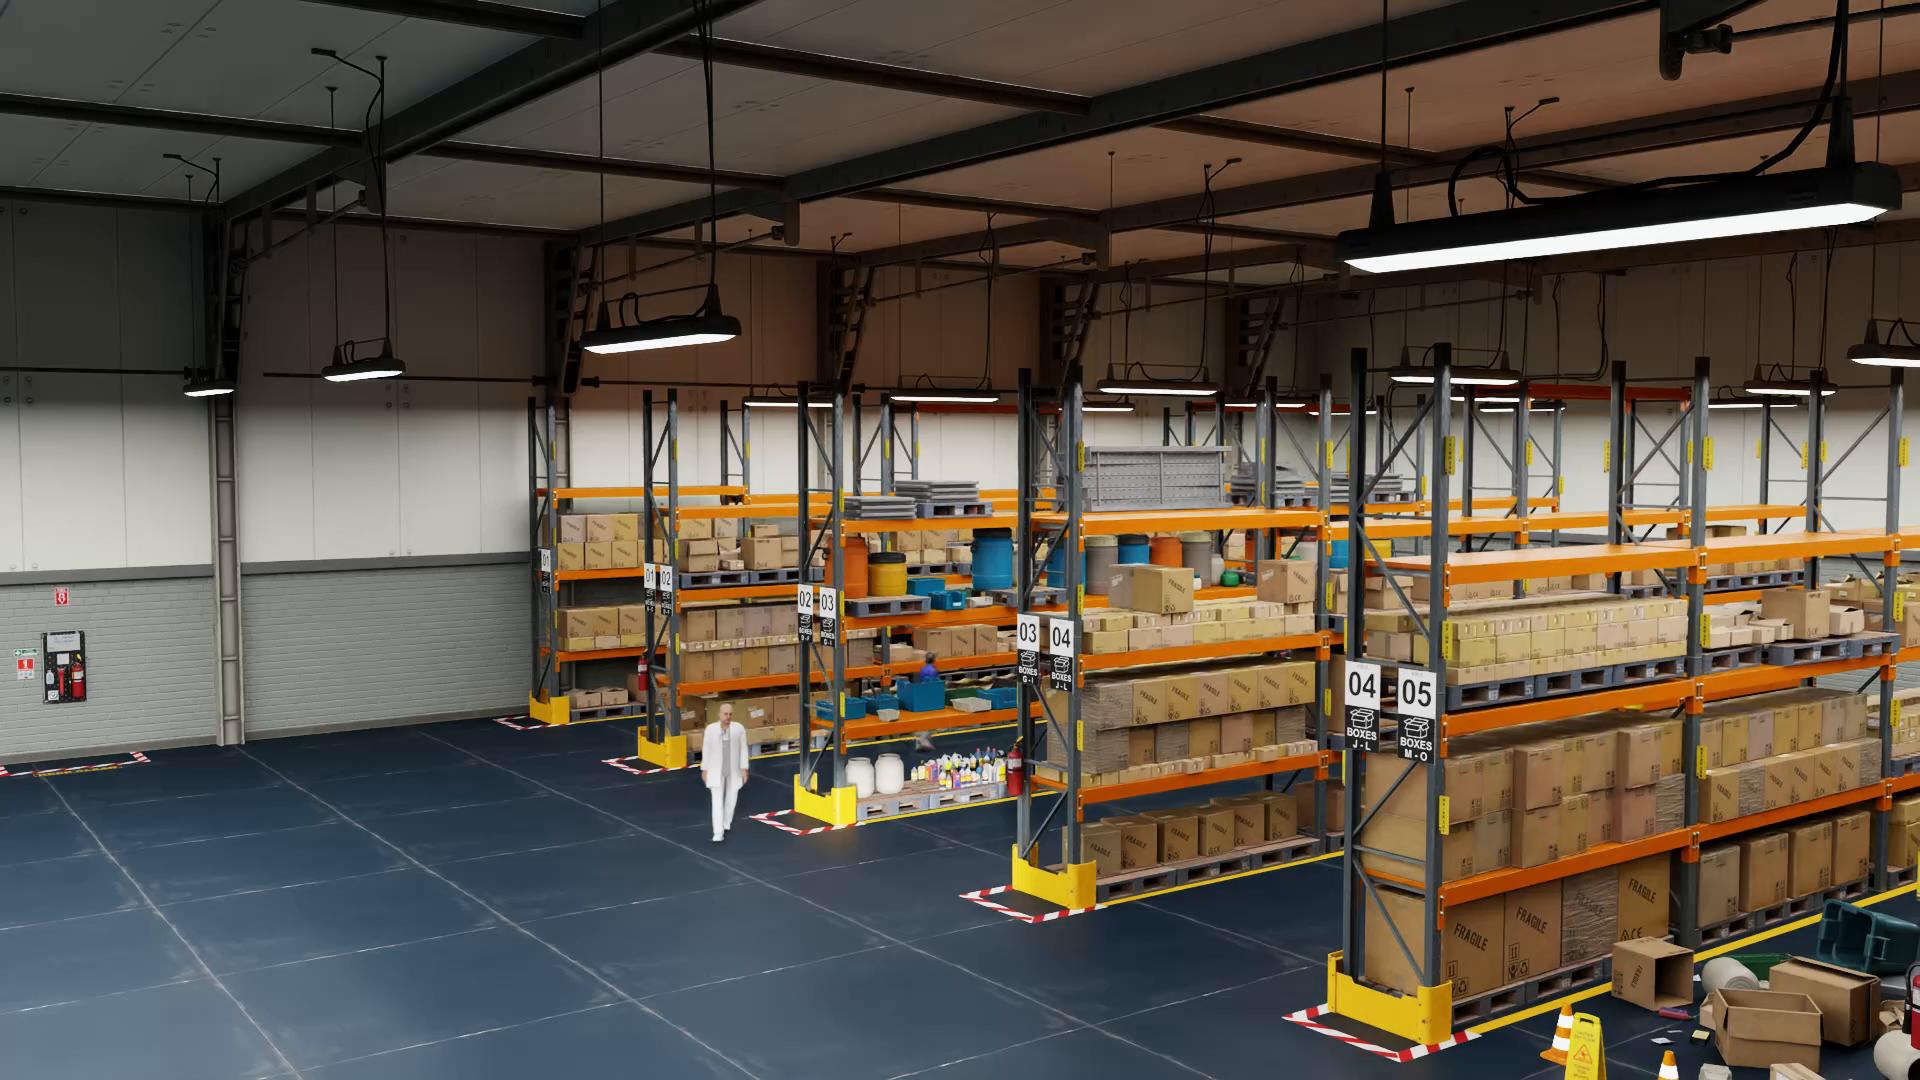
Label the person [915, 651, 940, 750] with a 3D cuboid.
[{"bbox_3d":[-0.528,2.695,27.848,0.444,1.630,0.491,-1,4,-22],"label":"person"}]

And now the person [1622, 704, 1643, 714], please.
[{"bbox_3d":[8.935,2.994,22.100,0.555,1.824,0.631,-1,4,-20],"label":"person"}]

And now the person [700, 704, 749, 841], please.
[{"bbox_3d":[-3.079,3.008,21.733,0.599,1.759,0.942,-1,4,-18],"label":"person"}]
